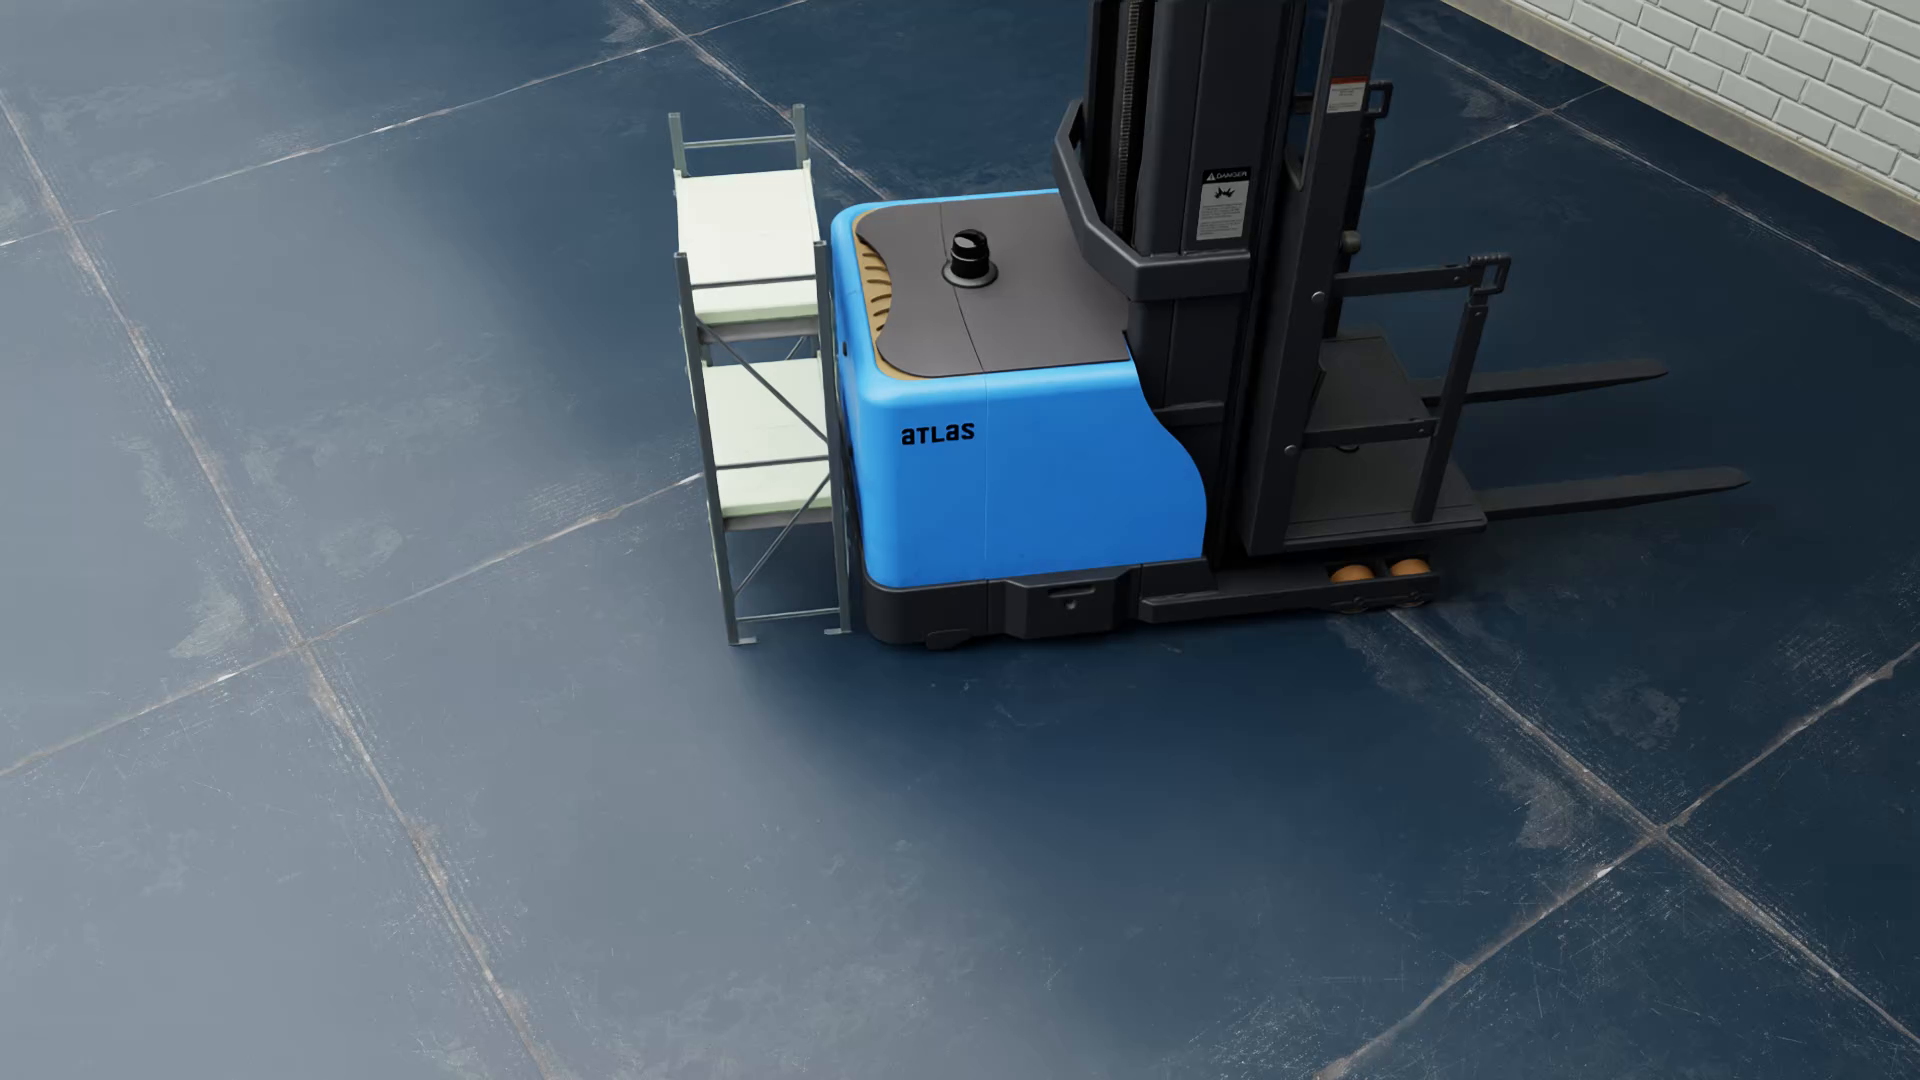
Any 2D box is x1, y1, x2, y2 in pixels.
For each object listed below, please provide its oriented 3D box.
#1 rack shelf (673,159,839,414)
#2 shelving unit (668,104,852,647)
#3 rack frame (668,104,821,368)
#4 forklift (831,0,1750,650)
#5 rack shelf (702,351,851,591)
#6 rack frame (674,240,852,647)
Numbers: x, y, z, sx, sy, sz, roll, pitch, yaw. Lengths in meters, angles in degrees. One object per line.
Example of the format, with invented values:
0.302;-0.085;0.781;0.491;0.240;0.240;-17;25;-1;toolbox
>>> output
-0.606;-0.757;4.892;0.431;0.370;0.720;-6;44;-6;rack shelf
-0.606;-0.475;5.161;0.431;1.500;0.755;-6;44;-6;shelving unit
-0.659;-0.725;5.423;0.400;1.500;0.023;-6;44;-6;rack frame
1.135;-1.175;4.858;3.031;2.935;1.130;-6;44;-6;forklift
-0.606;-0.239;5.386;0.431;0.370;0.720;-6;44;-6;rack shelf
-0.553;-0.225;4.899;0.400;1.500;0.023;-6;44;-6;rack frame
